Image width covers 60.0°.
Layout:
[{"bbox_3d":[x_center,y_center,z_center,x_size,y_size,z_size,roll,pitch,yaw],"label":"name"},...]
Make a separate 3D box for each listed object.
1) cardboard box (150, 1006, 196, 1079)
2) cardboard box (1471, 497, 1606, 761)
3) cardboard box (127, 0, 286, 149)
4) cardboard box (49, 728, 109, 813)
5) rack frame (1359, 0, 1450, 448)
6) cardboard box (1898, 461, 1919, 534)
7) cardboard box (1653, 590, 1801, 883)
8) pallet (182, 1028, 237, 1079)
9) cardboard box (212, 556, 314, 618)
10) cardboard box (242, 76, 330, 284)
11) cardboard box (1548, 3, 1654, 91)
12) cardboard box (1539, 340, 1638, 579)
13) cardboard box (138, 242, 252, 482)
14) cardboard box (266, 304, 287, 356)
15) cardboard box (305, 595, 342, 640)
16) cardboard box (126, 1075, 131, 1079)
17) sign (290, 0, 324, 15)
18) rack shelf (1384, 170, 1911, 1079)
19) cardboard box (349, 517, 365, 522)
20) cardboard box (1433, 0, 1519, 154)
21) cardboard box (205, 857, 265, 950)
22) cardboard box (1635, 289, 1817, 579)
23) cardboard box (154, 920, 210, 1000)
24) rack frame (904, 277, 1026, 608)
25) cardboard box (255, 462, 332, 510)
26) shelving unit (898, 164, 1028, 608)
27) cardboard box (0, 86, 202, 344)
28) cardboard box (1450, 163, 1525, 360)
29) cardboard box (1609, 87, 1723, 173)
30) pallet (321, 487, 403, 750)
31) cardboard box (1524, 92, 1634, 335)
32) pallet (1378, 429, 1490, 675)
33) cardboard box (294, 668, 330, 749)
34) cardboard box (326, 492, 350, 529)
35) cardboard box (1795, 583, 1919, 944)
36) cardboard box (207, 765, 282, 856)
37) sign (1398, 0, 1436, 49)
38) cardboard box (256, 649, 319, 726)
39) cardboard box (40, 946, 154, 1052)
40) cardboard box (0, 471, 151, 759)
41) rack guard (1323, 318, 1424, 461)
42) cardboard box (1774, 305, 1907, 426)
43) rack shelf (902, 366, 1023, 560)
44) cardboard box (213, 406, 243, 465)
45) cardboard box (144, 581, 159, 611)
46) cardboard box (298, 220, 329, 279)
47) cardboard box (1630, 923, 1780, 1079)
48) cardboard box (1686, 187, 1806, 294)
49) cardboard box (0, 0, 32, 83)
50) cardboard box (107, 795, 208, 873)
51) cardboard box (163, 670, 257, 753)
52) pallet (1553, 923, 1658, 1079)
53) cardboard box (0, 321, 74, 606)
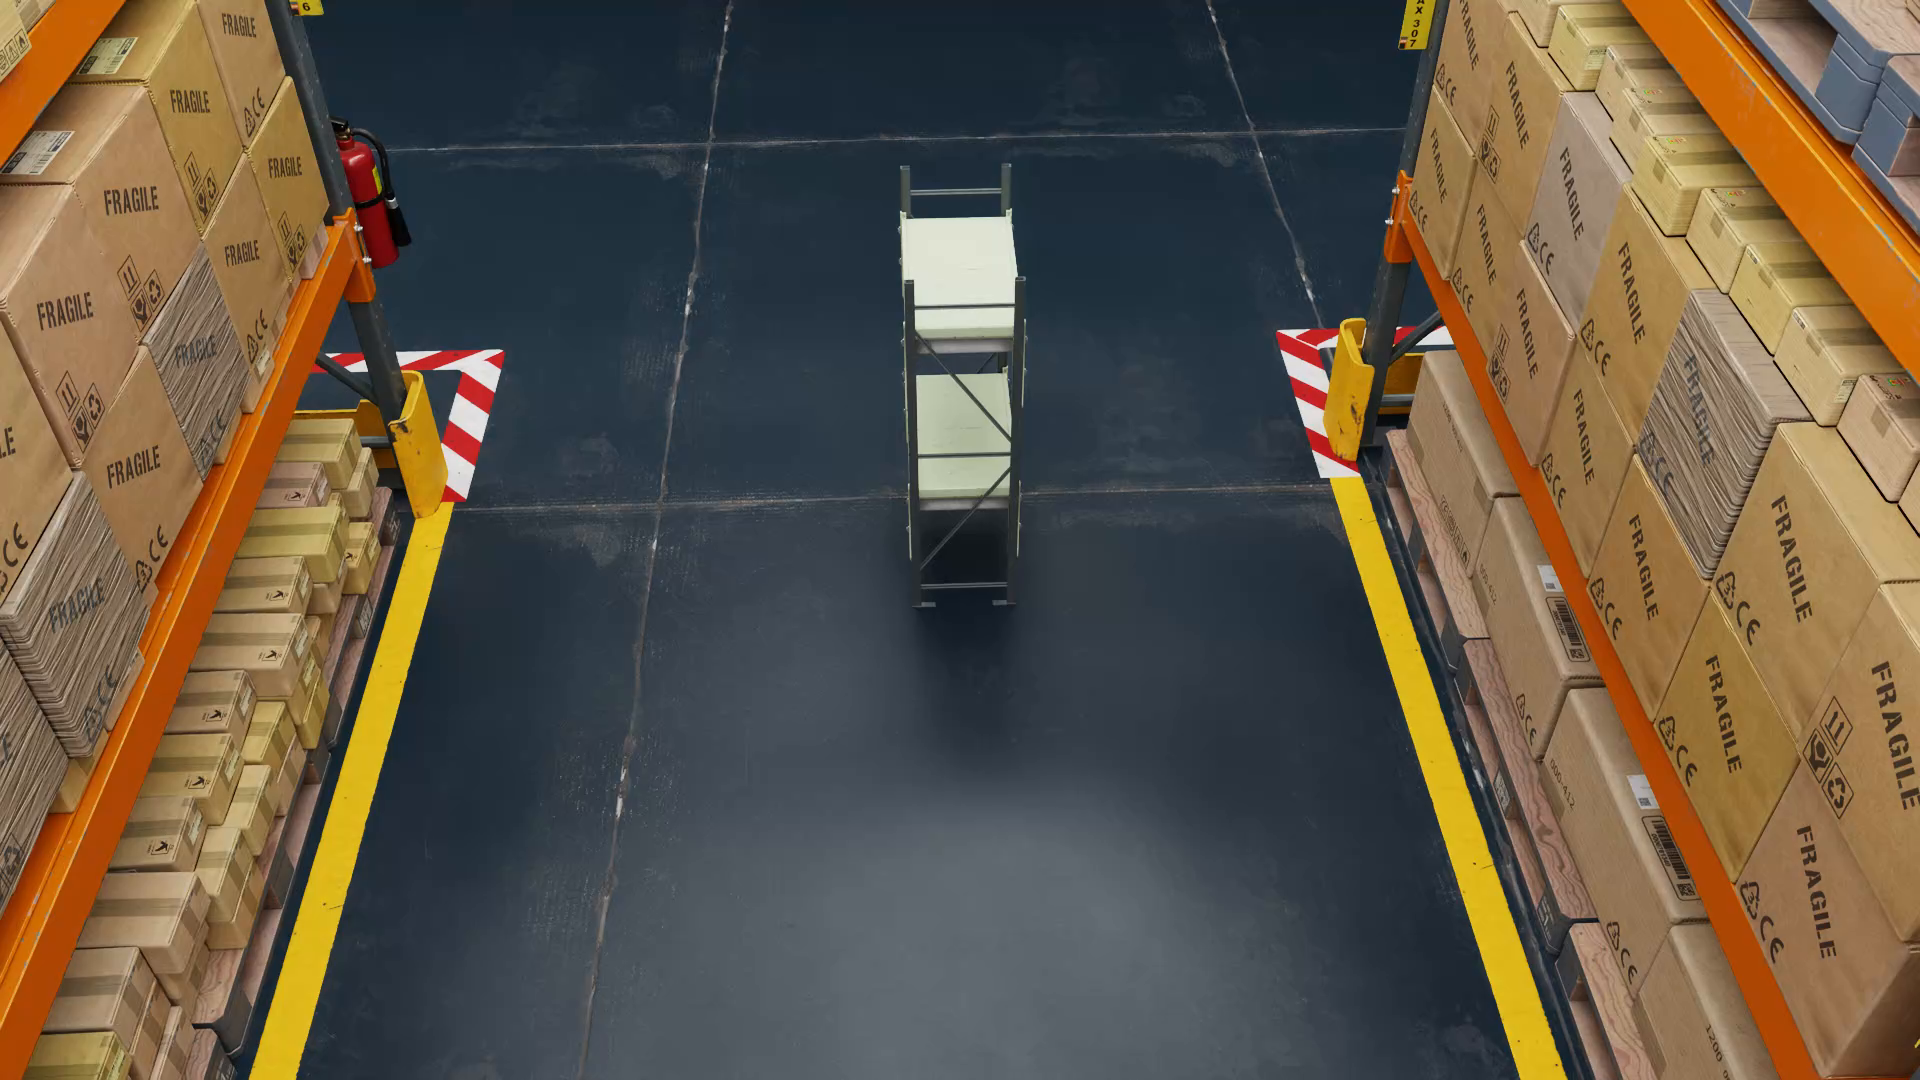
[{"bbox_3d":[-2.413,1.478,4.716,0.380,0.149,0.250,-2,43,-3],"label":"cardboard box"},{"bbox_3d":[2.363,0.292,5.796,0.875,0.438,0.875,-1,43,-1],"label":"cardboard box"},{"bbox_3d":[-2.486,-1.561,5.198,0.500,0.500,0.500,-2,43,-3],"label":"cardboard box"},{"bbox_3d":[-2.369,0.539,4.128,0.380,0.149,0.250,-1,43,-1],"label":"cardboard box"},{"bbox_3d":[2.188,-1.558,6.229,1.000,3.000,0.127,-2,43,-2],"label":"rack frame"},{"bbox_3d":[2.123,-0.050,3.291,0.380,0.149,0.250,-2,43,-2],"label":"cardboard box"},{"bbox_3d":[2.055,0.453,3.962,0.500,0.500,0.500,-3,43,-3],"label":"cardboard box"},{"bbox_3d":[-2.648,1.929,4.490,1.003,0.211,1.213,-2,43,-2],"label":"pallet"},{"bbox_3d":[-2.439,0.199,5.672,0.380,0.149,0.250,-3,43,-4],"label":"cardboard box"},{"bbox_3d":[-2.477,-1.198,5.543,0.500,0.500,0.500,-1,43,-1],"label":"cardboard box"},{"bbox_3d":[1.934,-1.424,4.789,0.380,0.149,0.250,-3,43,-3],"label":"cardboard box"},{"bbox_3d":[2.012,-0.240,4.718,0.500,0.500,0.500,0,43,0],"label":"cardboard box"},{"bbox_3d":[-2.430,-0.508,4.790,0.500,0.500,0.500,-2,43,-2],"label":"cardboard box"},{"bbox_3d":[-2.459,-0.705,5.485,0.380,0.149,0.250,-2,43,-2],"label":"cardboard box"},{"bbox_3d":[-2.486,0.250,6.057,0.380,0.149,0.250,-2,43,-2],"label":"cardboard box"},{"bbox_3d":[-2.426,1.554,4.414,0.380,0.149,0.250,-2,43,-2],"label":"cardboard box"},{"bbox_3d":[-2.198,-1.893,5.504,0.100,0.325,0.005,-2,43,-2],"label":"sign"},{"bbox_3d":[2.273,0.058,4.999,1.077,0.370,4.000,-2,43,-2],"label":"rack shelf"},{"bbox_3d":[-2.523,-0.102,6.440,0.380,0.149,0.250,-1,43,-1],"label":"cardboard box"},{"bbox_3d":[1.923,-1.631,5.495,0.500,0.500,0.500,-3,43,-3],"label":"cardboard box"},{"bbox_3d":[-2.374,1.119,5.108,0.380,0.149,0.250,-3,43,-3],"label":"cardboard box"},{"bbox_3d":[2.017,-0.259,3.999,0.500,0.500,0.500,-1,43,-1],"label":"cardboard box"},{"bbox_3d":[-2.423,1.185,4.816,0.380,0.149,0.250,0,43,0],"label":"cardboard box"},{"bbox_3d":[0.016,-0.301,5.969,0.400,1.500,0.023,-2,43,-2],"label":"rack frame"},{"bbox_3d":[-2.525,-0.149,6.051,0.380,0.149,0.250,-1,43,-1],"label":"cardboard box"},{"bbox_3d":[0.000,-0.548,6.238,0.431,1.500,0.755,-2,43,-2],"label":"shelving unit"},{"bbox_3d":[-2.433,-0.868,4.443,0.500,0.500,0.500,0,43,0],"label":"cardboard box"},{"bbox_3d":[1.970,-0.921,5.461,0.500,0.500,0.500,-2,43,-2],"label":"cardboard box"},{"bbox_3d":[1.966,-1.078,4.412,0.380,0.149,0.250,-1,43,-1],"label":"cardboard box"},{"bbox_3d":[-2.751,0.281,6.287,1.003,0.211,1.213,-2,43,-2],"label":"pallet"},{"bbox_3d":[1.982,-0.935,4.736,0.500,0.500,0.500,-2,43,-2],"label":"cardboard box"},{"bbox_3d":[2.300,0.008,6.585,1.003,0.211,1.213,-2,43,-2],"label":"pallet"},{"bbox_3d":[-2.389,0.586,5.689,0.380,0.149,0.250,-3,43,-4],"label":"cardboard box"},{"bbox_3d":[-2.489,-0.035,6.147,0.380,0.149,0.250,-3,43,-3],"label":"cardboard box"},{"bbox_3d":[2.062,0.427,3.250,0.500,0.500,0.500,-2,43,-2],"label":"cardboard box"},{"bbox_3d":[-2.356,0.846,5.186,0.380,0.149,0.250,-1,43,-1],"label":"cardboard box"},{"bbox_3d":[1.633,-1.894,5.897,0.100,0.325,0.005,-2,43,-2],"label":"sign"},{"bbox_3d":[-2.387,0.487,5.577,0.380,0.149,0.250,-1,43,-1],"label":"cardboard box"},{"bbox_3d":[-2.438,1.259,4.515,0.380,0.149,0.250,-3,43,-3],"label":"cardboard box"},{"bbox_3d":[-2.367,0.190,4.029,0.500,0.500,0.500,-2,43,-3],"label":"cardboard box"},{"bbox_3d":[2.187,-0.652,7.092,1.175,0.500,0.348,-2,43,-2],"label":"rack guard"},{"bbox_3d":[2.048,-0.389,3.660,0.380,0.149,0.250,-2,43,-2],"label":"cardboard box"},{"bbox_3d":[0.000,-0.308,6.459,0.431,0.370,0.720,-2,43,-2],"label":"rack shelf"},{"bbox_3d":[-2.443,-0.354,5.103,0.380,0.149,0.250,-3,43,-4],"label":"cardboard box"},{"bbox_3d":[-2.431,0.178,4.522,0.380,0.149,0.250,0,43,0],"label":"cardboard box"},{"bbox_3d":[-2.457,-1.043,5.853,0.380,0.149,0.250,-2,43,-2],"label":"cardboard box"},{"bbox_3d":[2.438,1.506,4.473,0.875,0.438,0.875,-2,43,-2],"label":"cardboard box"},{"bbox_3d":[2.010,-0.731,4.033,0.380,0.149,0.250,-2,43,-2],"label":"cardboard box"},{"bbox_3d":[-2.391,-1.060,3.578,0.500,0.250,0.500,0,43,0],"label":"cardboard box"},{"bbox_3d":[-2.461,0.903,4.903,0.380,0.149,0.250,-3,43,-4],"label":"cardboard box"},{"bbox_3d":[-2.472,0.560,5.278,0.380,0.149,0.250,-3,43,-3],"label":"cardboard box"},{"bbox_3d":[2.403,1.655,4.788,1.003,0.211,1.213,-2,43,-2],"label":"pallet"},{"bbox_3d":[-2.387,-0.164,3.675,0.500,0.500,0.500,-1,43,-1],"label":"cardboard box"}]
